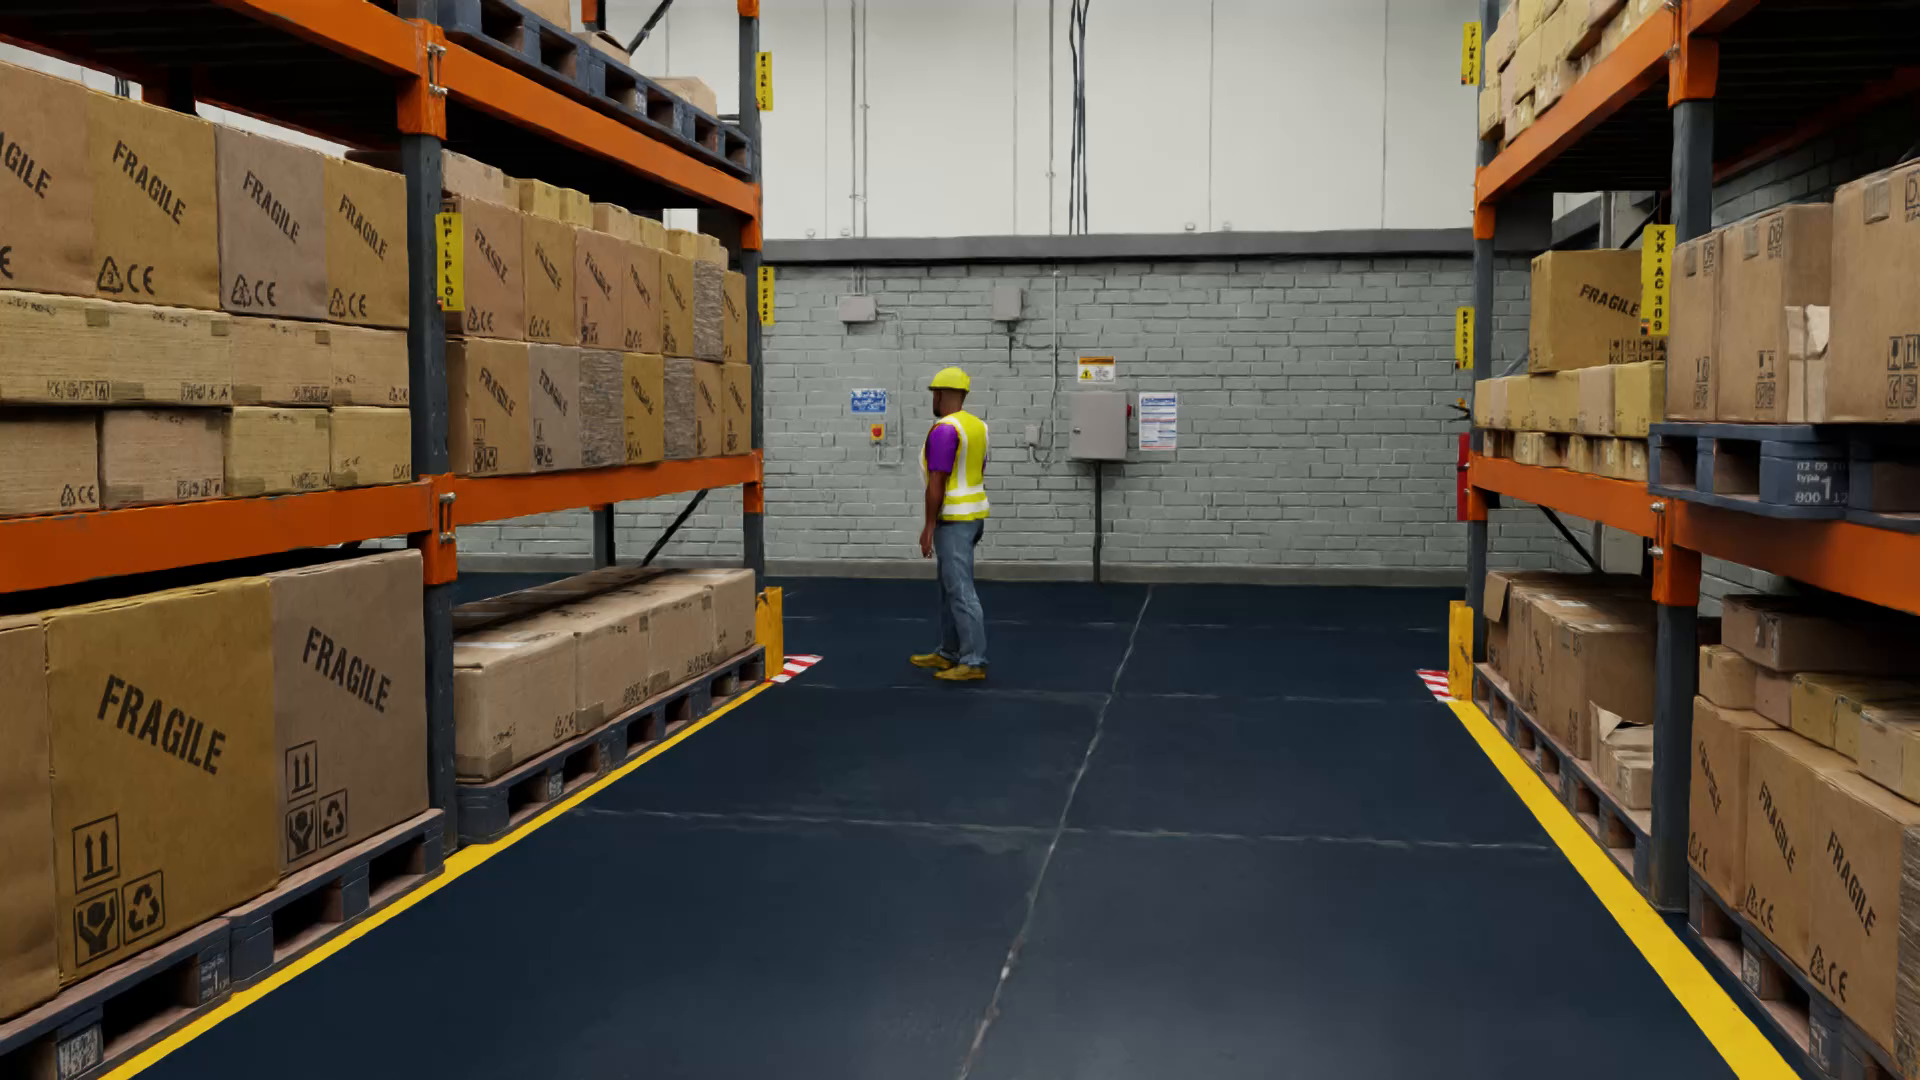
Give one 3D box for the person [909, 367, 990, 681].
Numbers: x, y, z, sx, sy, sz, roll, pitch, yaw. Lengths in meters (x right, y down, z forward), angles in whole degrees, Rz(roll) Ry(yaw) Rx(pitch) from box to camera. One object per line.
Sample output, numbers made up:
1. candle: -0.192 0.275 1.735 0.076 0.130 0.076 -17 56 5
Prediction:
1. person: -0.068 -0.105 9.537 0.580 1.763 0.700 2 5 20
